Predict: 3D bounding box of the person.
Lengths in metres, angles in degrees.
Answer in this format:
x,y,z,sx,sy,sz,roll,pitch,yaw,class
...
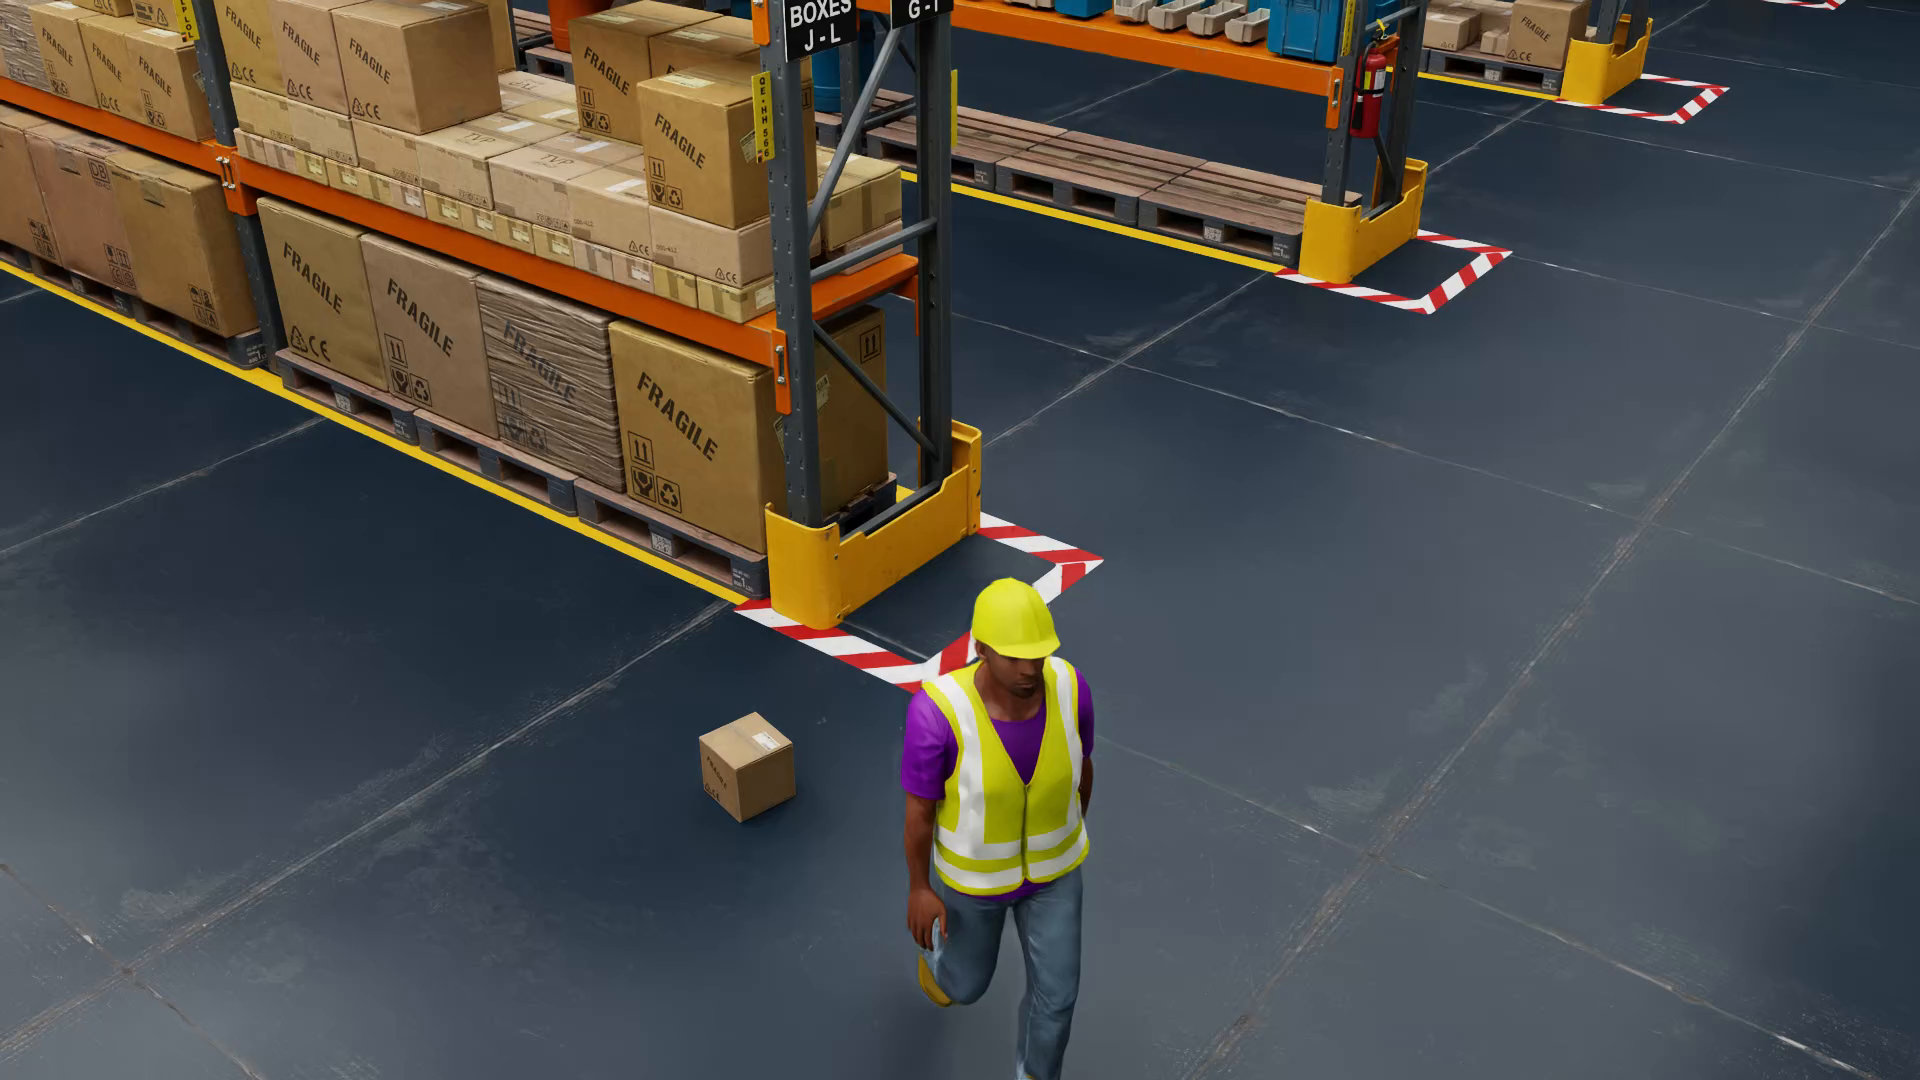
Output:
x,y,z,sx,sy,sz,roll,pitch,yaw,class
0.105,0.862,4.641,0.581,1.739,0.849,-8,32,-13,person
